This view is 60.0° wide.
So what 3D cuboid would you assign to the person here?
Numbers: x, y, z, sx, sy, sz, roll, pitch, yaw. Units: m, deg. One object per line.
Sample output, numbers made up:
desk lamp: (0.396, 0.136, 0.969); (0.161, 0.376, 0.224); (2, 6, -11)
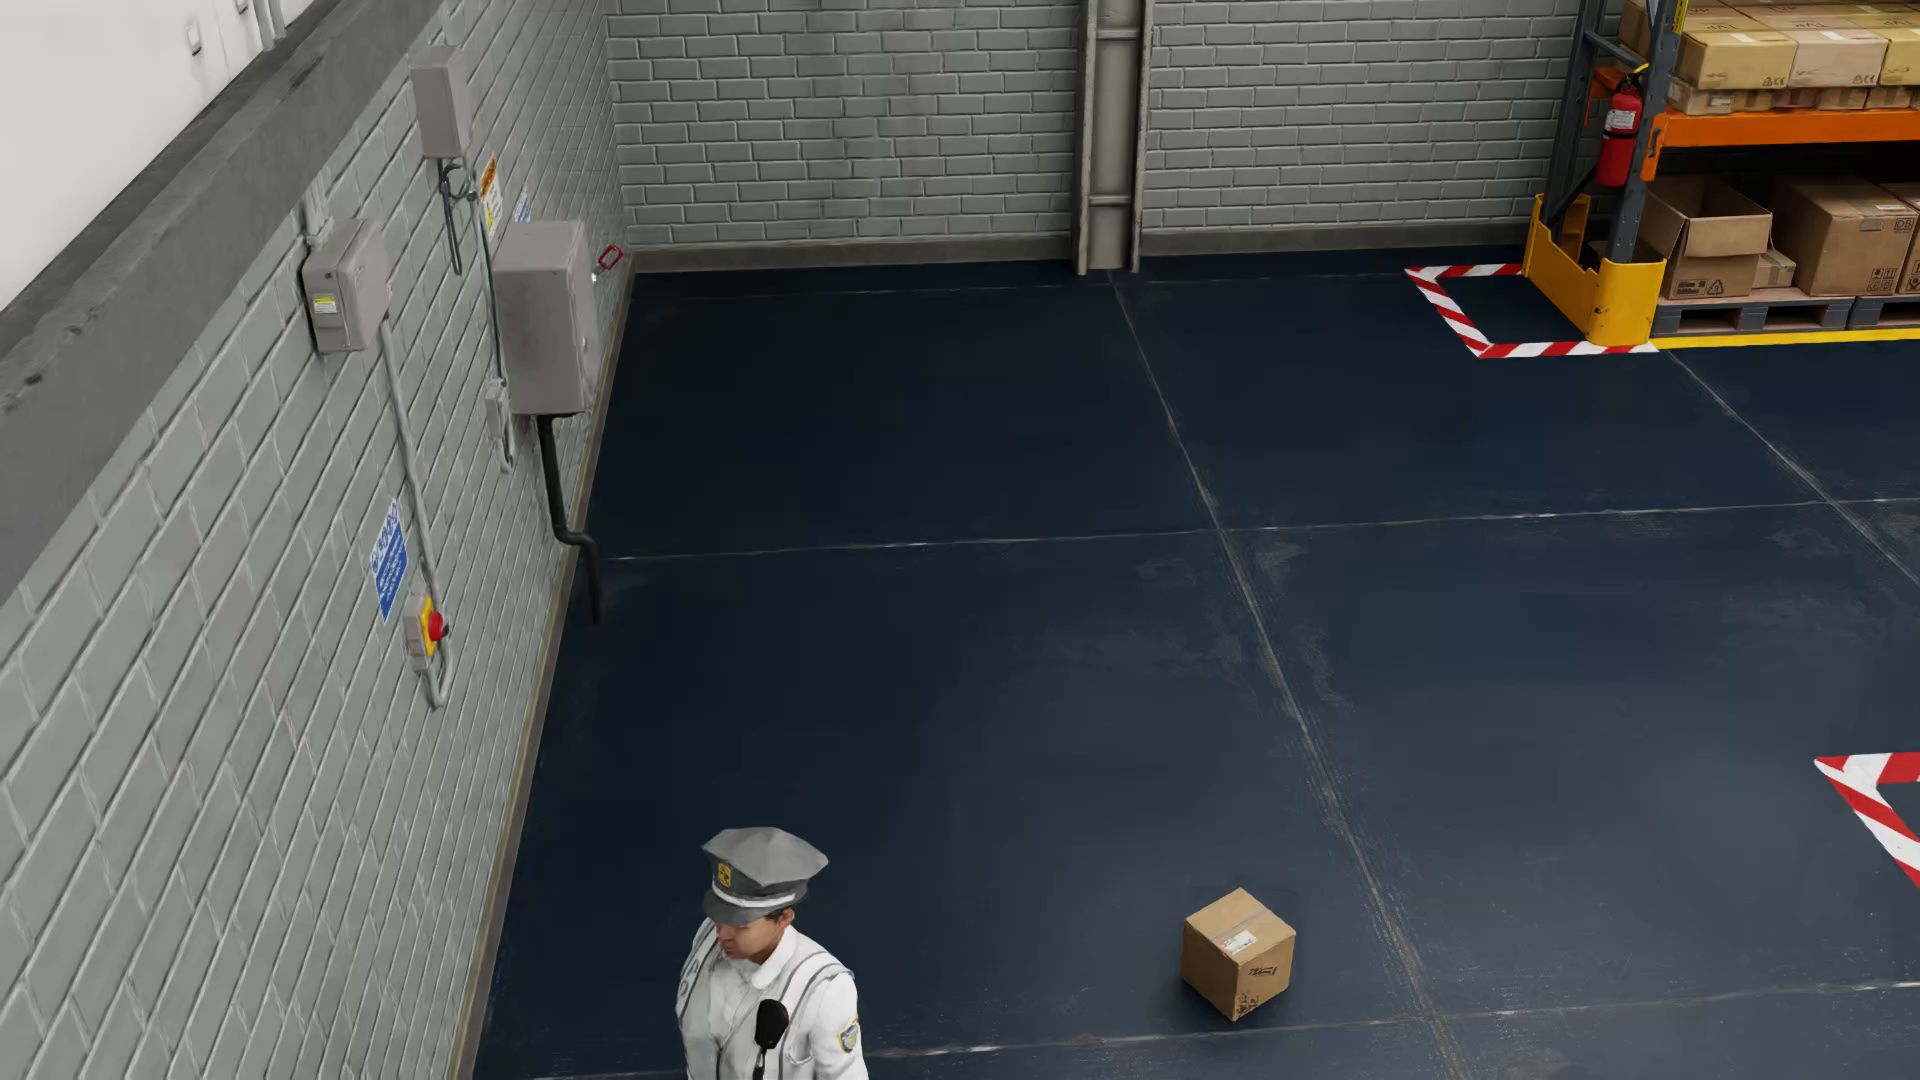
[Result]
person: (-0.453, 1.416, 3.884); (0.470, 1.707, 0.357); (20, 36, 29)
